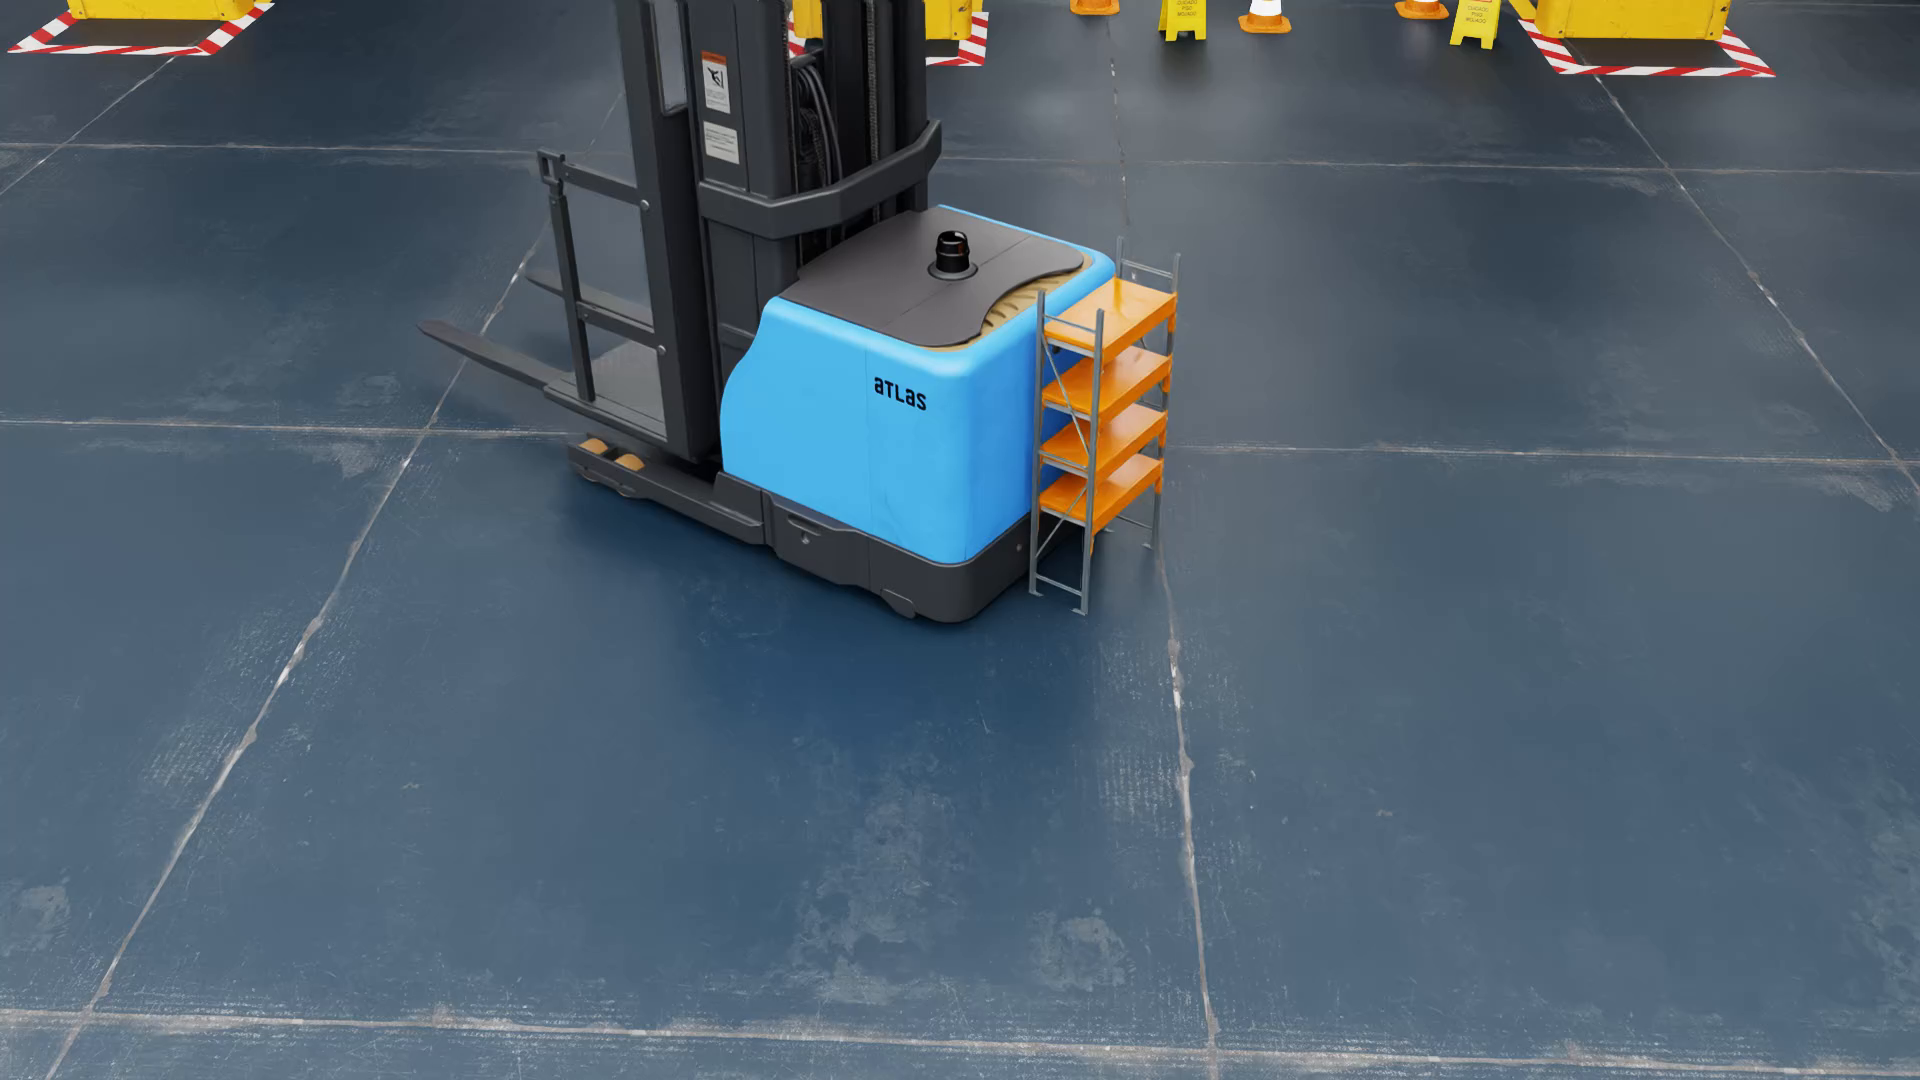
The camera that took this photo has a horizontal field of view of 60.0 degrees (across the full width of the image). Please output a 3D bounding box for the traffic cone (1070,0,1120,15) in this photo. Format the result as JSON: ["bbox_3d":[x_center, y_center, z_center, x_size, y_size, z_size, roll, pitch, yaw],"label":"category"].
[{"bbox_3d":[0.930,-3.869,11.353,0.336,0.463,0.334,1,35,2],"label":"traffic cone"}]

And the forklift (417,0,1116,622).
[{"bbox_3d":[-0.928,-1.587,5.960,3.031,2.935,1.130,23,41,29],"label":"forklift"}]

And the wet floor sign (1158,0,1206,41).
[{"bbox_3d":[1.467,-3.609,10.825,0.267,0.644,0.232,-4,35,-6],"label":"wet floor sign"}]

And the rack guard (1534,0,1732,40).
[{"bbox_3d":[4.443,-3.600,10.937,1.175,0.500,0.348,1,35,2],"label":"rack guard"}]

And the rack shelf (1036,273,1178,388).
[{"bbox_3d":[0.491,-0.700,5.520,0.258,0.148,0.480,22,41,28],"label":"rack shelf"}]

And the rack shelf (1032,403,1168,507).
[{"bbox_3d":[0.491,-0.324,5.784,0.258,0.148,0.480,22,41,28],"label":"rack shelf"}]

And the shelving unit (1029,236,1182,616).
[{"bbox_3d":[0.491,-0.379,5.745,0.258,1.200,0.503,22,41,28],"label":"shelving unit"}]

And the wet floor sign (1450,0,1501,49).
[{"bbox_3d":[3.363,-3.531,10.713,0.267,0.644,0.232,13,37,18],"label":"wet floor sign"}]

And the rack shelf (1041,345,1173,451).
[{"bbox_3d":[0.491,-0.507,5.656,0.258,0.148,0.480,22,41,28],"label":"rack shelf"}]

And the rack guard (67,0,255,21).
[{"bbox_3d":[-5.459,-3.829,11.263,1.175,0.500,0.348,1,35,2],"label":"rack guard"}]

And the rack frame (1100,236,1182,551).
[{"bbox_3d":[0.633,-0.493,5.908,0.240,1.200,0.015,22,41,28],"label":"rack frame"}]

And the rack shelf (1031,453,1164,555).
[{"bbox_3d":[0.491,-0.161,5.898,0.258,0.148,0.480,22,41,28],"label":"rack shelf"}]

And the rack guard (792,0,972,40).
[{"bbox_3d":[-0.511,-3.599,10.936,1.175,0.500,0.348,1,35,2],"label":"rack guard"}]

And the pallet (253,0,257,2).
[{"bbox_3d":[-5.391,-4.176,12.009,1.003,0.211,1.213,1,35,2],"label":"pallet"}]

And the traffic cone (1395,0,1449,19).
[{"bbox_3d":[3.169,-3.818,11.280,0.336,0.463,0.334,1,35,2],"label":"traffic cone"}]

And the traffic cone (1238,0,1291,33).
[{"bbox_3d":[2.046,-3.648,11.038,0.336,0.463,0.334,1,35,2],"label":"traffic cone"}]

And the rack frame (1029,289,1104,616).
[{"bbox_3d":[0.349,-0.265,5.583,0.240,1.200,0.015,22,41,28],"label":"rack frame"}]

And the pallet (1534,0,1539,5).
[{"bbox_3d":[4.511,-3.947,11.683,1.003,0.211,1.213,1,35,2],"label":"pallet"}]
